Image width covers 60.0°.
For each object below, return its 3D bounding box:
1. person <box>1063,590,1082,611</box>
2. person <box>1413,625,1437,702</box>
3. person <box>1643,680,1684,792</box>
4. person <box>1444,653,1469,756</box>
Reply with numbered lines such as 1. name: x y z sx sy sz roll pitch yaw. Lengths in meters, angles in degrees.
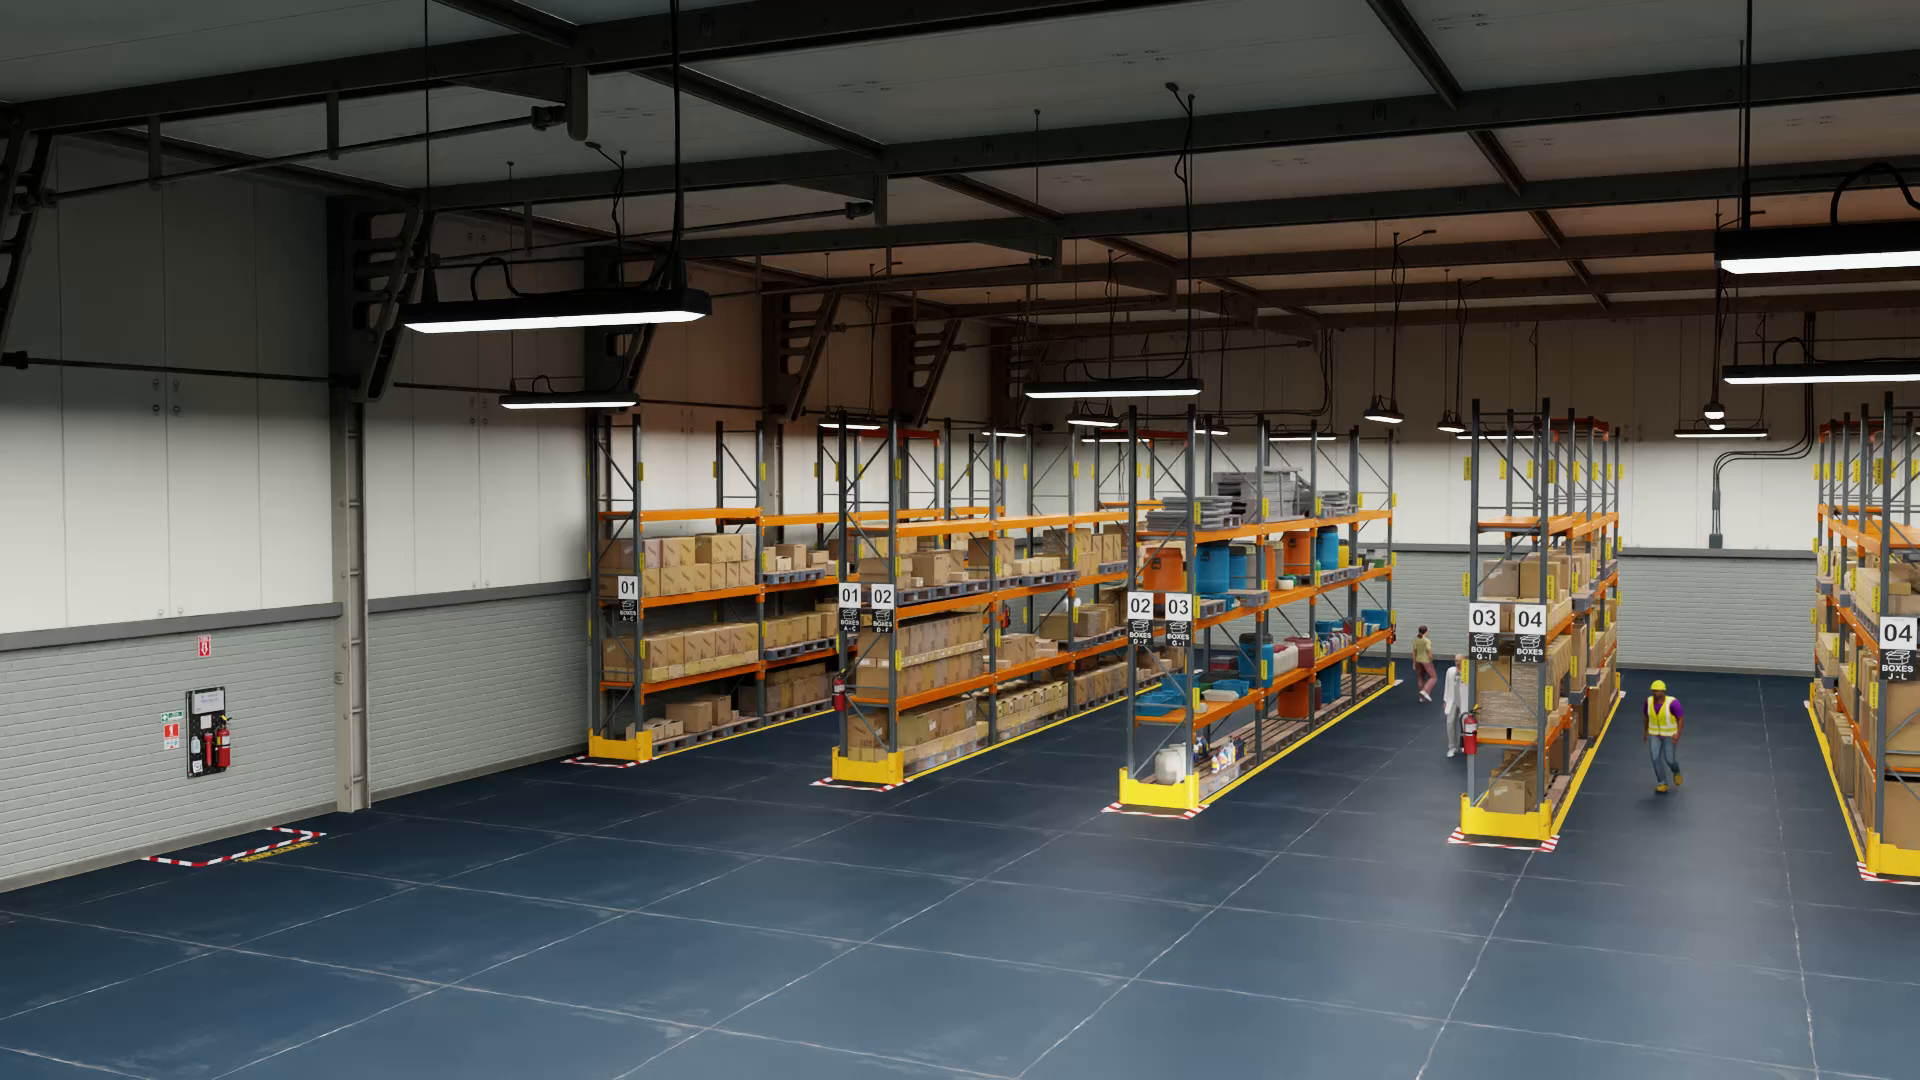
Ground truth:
1. person: 3.118 2.218 46.348 0.545 1.754 0.915 -1 3 -26
2. person: 10.069 2.693 36.064 0.558 1.666 0.584 -2 3 -40
3. person: 11.092 3.061 26.181 0.630 1.732 0.717 2 3 41
4. person: 8.836 2.920 29.431 0.630 1.828 0.658 2 3 38
